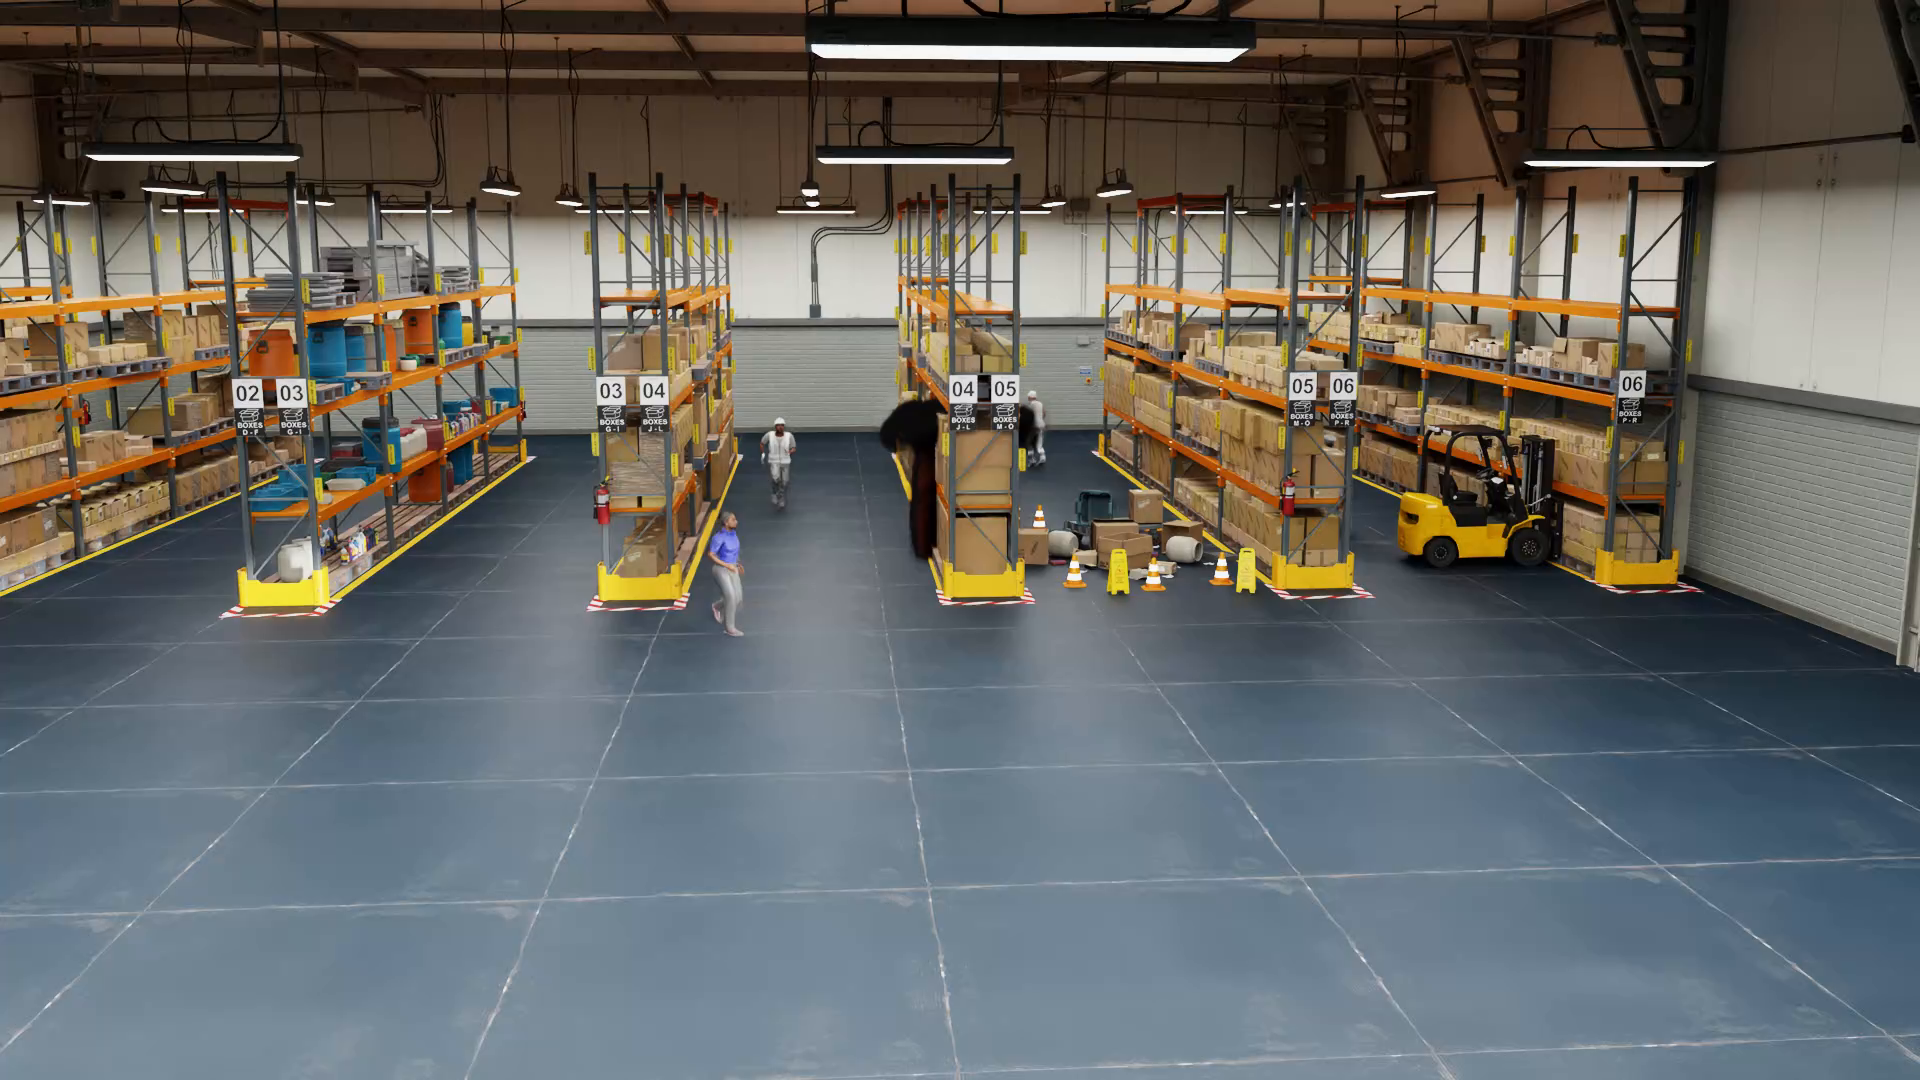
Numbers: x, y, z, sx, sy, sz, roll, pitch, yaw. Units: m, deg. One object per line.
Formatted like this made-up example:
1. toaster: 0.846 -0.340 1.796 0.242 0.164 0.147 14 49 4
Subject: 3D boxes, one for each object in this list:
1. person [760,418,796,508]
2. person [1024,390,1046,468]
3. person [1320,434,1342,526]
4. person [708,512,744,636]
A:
1. person: -3.437 -1.453 31.626 0.662 1.745 0.717 -3 10 -15
2. person: 1.775 -2.500 37.756 0.618 1.764 0.855 -6 12 -31
3. person: 6.681 -1.049 29.922 0.573 1.654 0.955 -2 10 -11
4. person: -3.077 0.440 21.618 0.616 1.630 0.570 6 11 29
